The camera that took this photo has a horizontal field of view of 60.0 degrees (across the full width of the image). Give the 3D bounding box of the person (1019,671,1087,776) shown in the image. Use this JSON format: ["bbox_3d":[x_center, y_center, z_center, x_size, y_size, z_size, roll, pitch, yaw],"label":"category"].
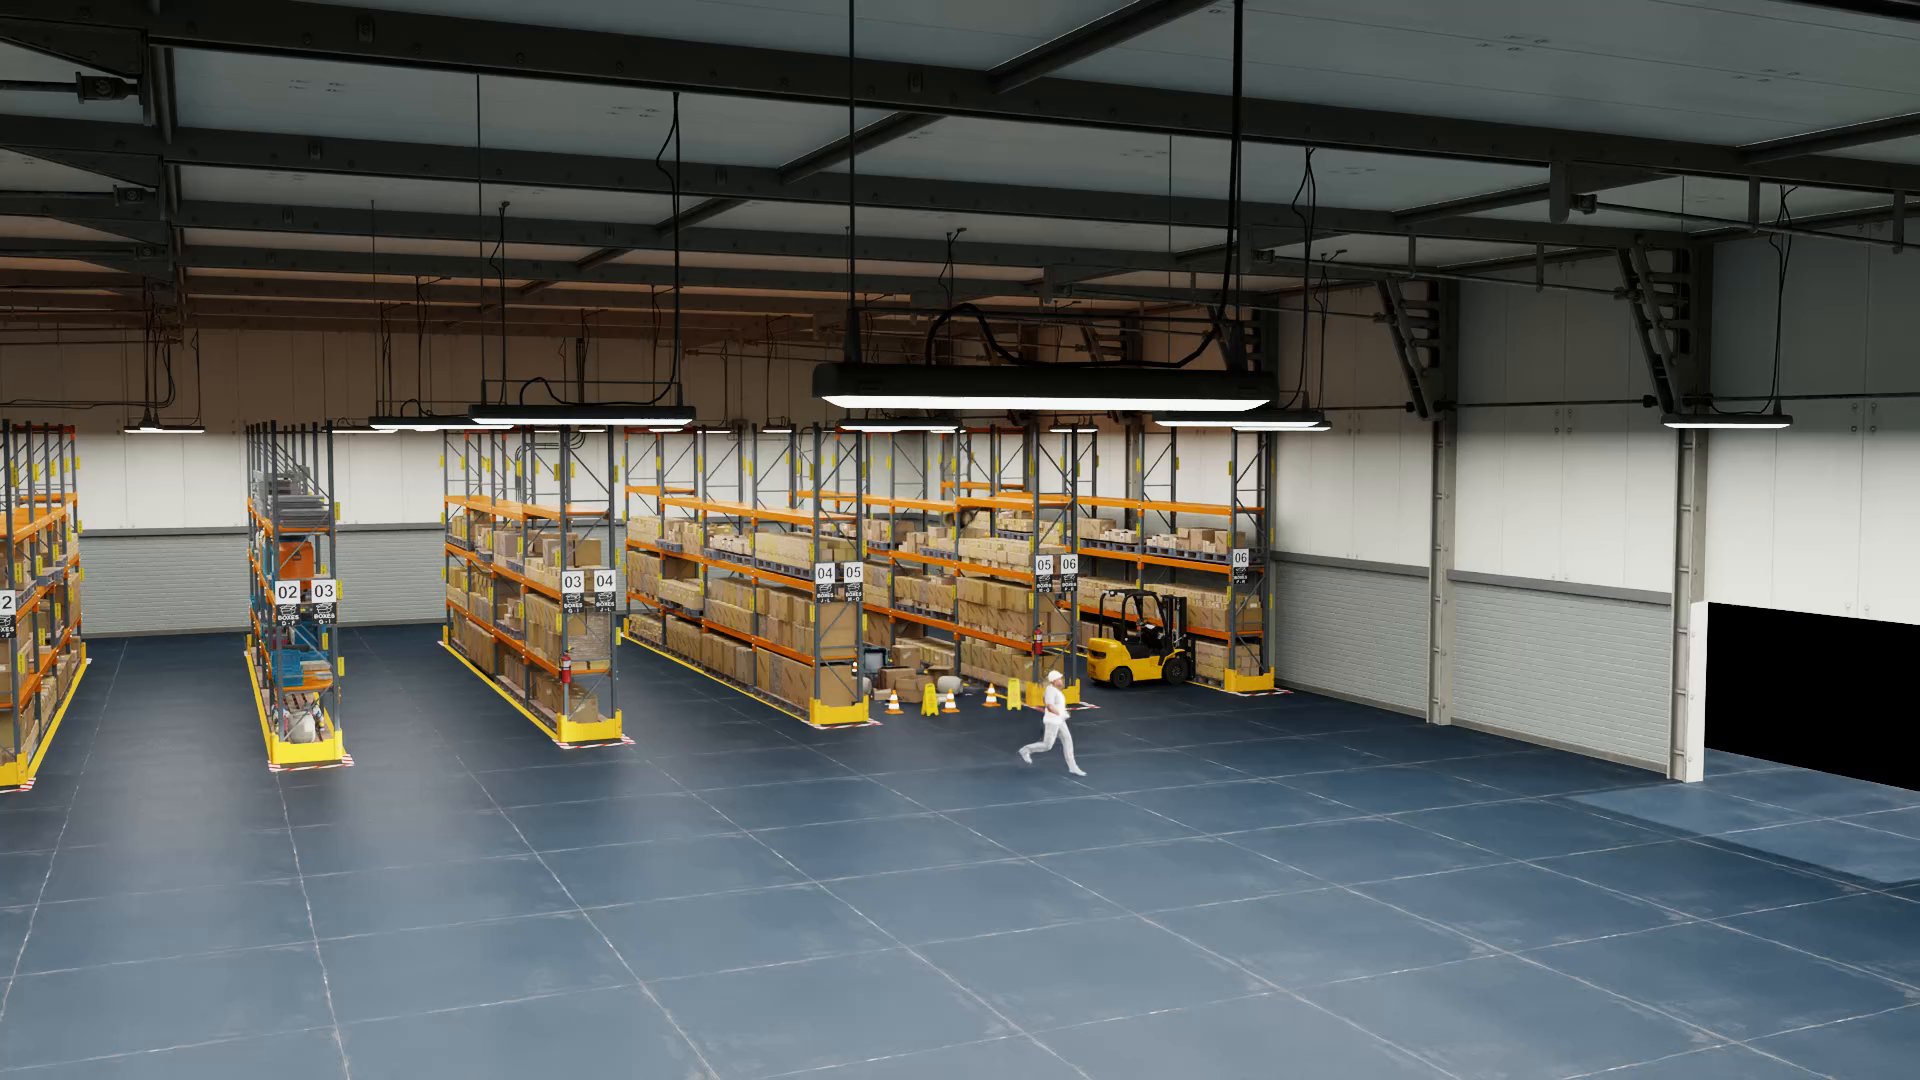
[{"bbox_3d":[1.562,3.095,28.080,1.145,1.776,0.649,1,4,18],"label":"person"}]
